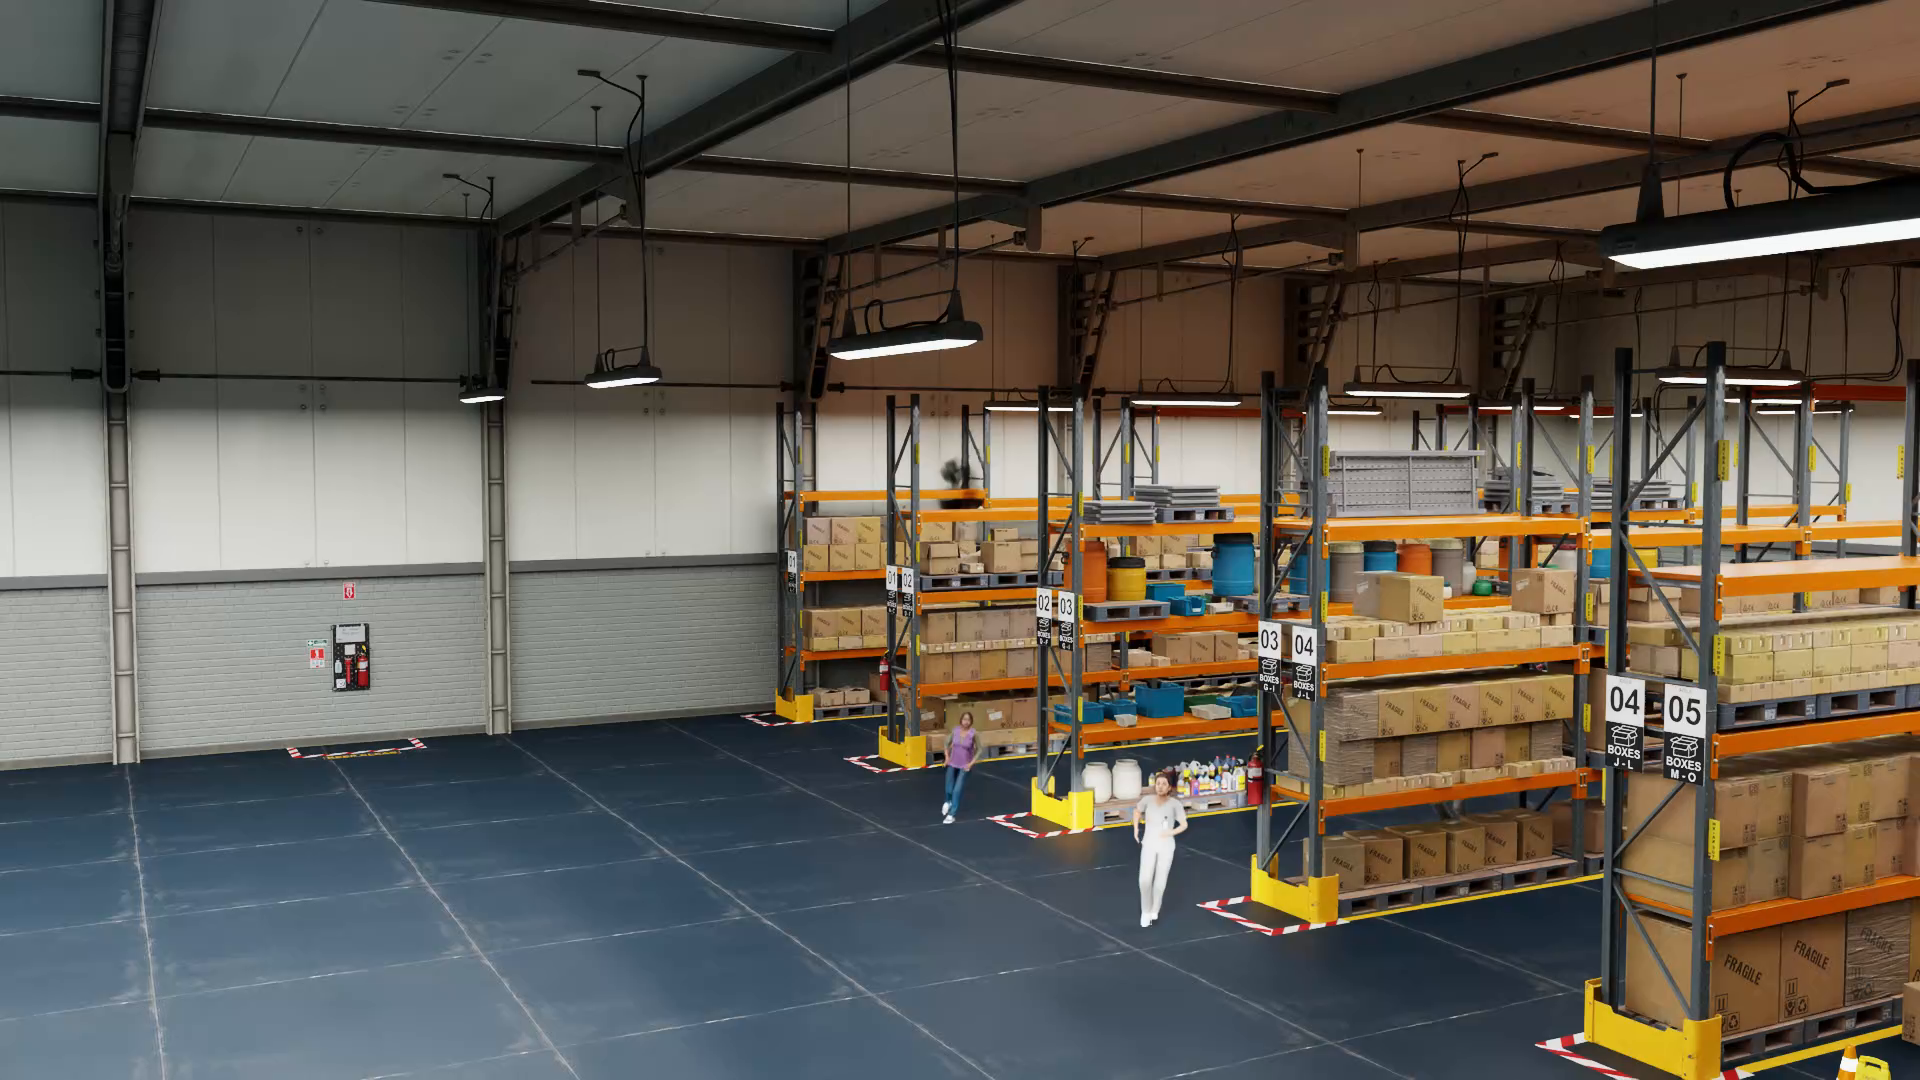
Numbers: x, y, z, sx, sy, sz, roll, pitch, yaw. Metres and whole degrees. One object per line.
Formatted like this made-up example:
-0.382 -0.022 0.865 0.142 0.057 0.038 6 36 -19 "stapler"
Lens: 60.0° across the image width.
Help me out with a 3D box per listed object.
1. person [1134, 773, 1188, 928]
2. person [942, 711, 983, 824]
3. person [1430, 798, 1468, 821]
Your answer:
2.144 3.331 17.858 0.598 1.677 0.599 1 3 13 "person"
0.023 3.112 22.774 0.594 1.525 0.523 1 3 10 "person"
6.410 3.052 21.653 0.642 1.751 0.644 -2 4 -36 "person"
